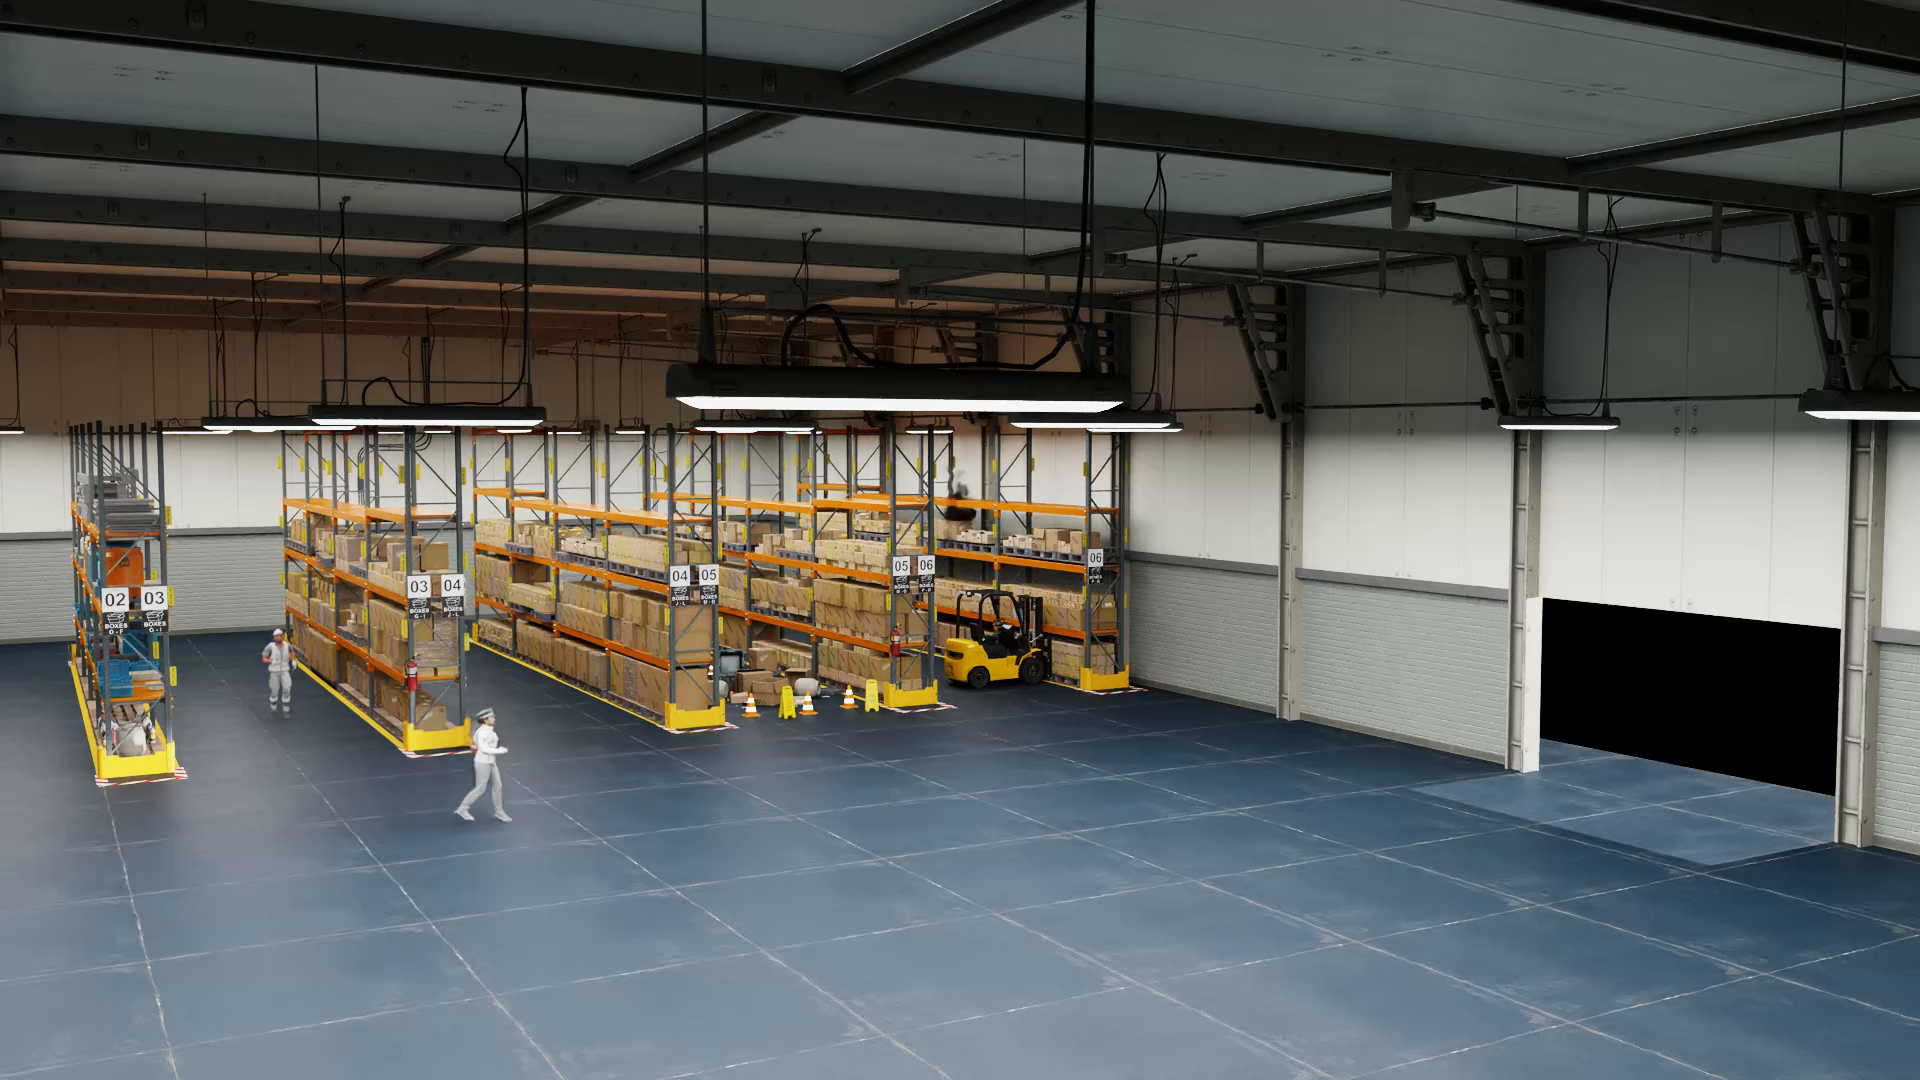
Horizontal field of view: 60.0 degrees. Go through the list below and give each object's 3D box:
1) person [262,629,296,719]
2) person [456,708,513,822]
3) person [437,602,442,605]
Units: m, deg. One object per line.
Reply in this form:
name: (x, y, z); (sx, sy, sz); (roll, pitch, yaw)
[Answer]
person: (-13.906, 2.744, 33.999); (0.680, 1.864, 0.770); (-2, 4, -35)
person: (-7.073, 3.355, 24.691); (0.794, 1.739, 0.627); (0, 4, -6)
person: (-14.513, 1.944, 46.874); (0.657, 1.790, 0.927); (2, 4, 34)
